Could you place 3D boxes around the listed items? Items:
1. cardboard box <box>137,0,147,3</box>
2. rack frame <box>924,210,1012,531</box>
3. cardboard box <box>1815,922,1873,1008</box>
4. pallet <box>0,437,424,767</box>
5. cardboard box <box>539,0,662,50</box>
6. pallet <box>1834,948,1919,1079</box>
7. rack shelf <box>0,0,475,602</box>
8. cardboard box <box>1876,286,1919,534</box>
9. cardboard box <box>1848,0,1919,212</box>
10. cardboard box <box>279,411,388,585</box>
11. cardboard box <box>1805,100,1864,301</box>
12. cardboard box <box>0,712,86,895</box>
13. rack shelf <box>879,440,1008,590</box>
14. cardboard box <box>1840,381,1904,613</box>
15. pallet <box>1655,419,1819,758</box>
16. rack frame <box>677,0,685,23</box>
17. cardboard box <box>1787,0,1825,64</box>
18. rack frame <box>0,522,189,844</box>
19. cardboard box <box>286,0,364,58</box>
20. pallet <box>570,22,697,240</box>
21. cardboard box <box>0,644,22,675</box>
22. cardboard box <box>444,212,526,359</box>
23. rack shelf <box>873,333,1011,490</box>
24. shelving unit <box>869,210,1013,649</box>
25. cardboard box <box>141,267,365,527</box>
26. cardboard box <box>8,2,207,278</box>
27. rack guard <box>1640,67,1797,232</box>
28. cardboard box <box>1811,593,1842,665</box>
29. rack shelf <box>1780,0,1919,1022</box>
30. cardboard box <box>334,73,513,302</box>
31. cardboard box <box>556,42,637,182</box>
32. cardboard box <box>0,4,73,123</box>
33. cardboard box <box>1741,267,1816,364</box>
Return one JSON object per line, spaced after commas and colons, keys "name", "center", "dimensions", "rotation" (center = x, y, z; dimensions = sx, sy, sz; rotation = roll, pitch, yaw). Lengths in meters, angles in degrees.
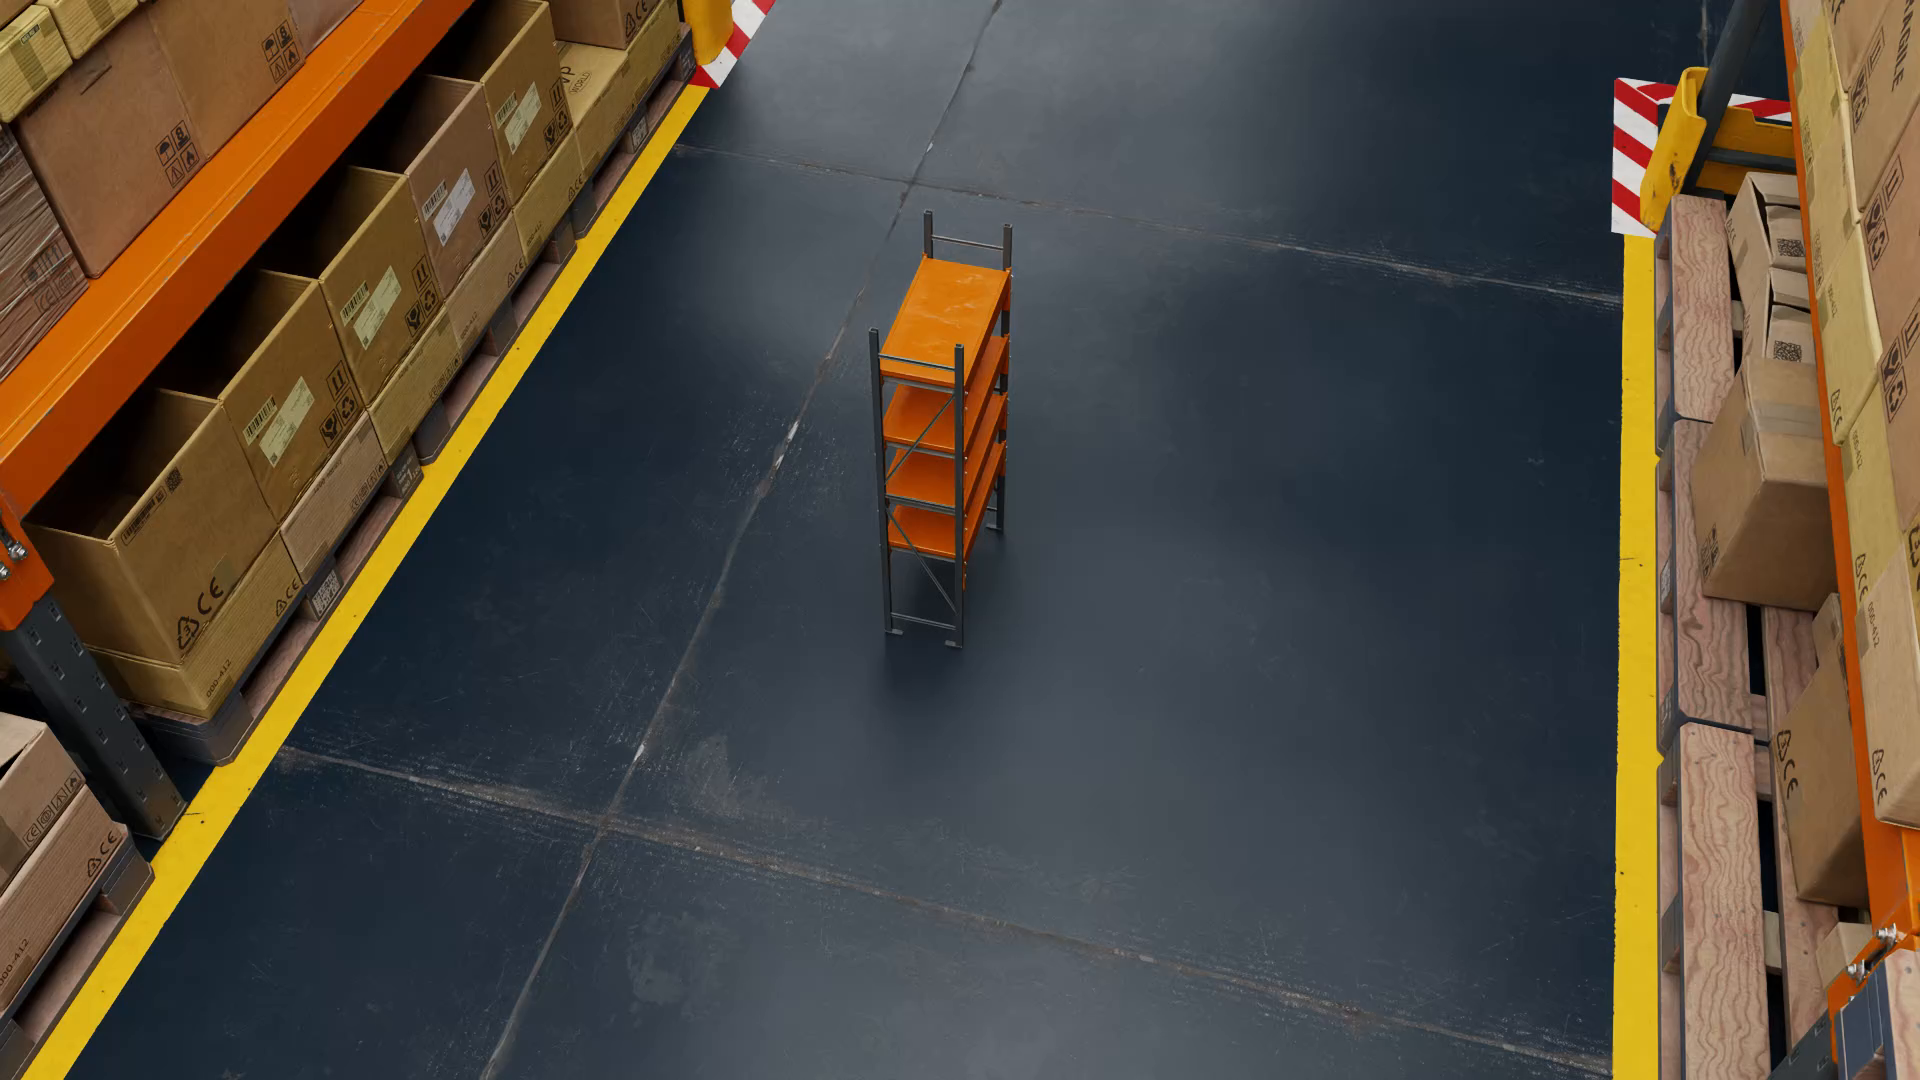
{"name": "cardboard box", "center": [-2.106, -1.454, 4.034], "dimensions": [0.380, 0.149, 0.250], "rotation": [10, 49, 9]}
{"name": "rack frame", "center": [0.021, -0.454, 4.850], "dimensions": [0.240, 1.200, 0.015], "rotation": [12, 50, 10]}
{"name": "cardboard box", "center": [2.261, 1.062, 3.908], "dimensions": [0.380, 0.166, 0.250], "rotation": [6, 49, 5]}
{"name": "pallet", "center": [-2.382, 0.044, 5.070], "dimensions": [1.003, 0.211, 1.213], "rotation": [12, 50, 10]}
{"name": "cardboard box", "center": [-1.433, -2.235, 6.276], "dimensions": [0.500, 0.500, 0.500], "rotation": [12, 50, 10]}
{"name": "pallet", "center": [1.807, 1.251, 2.273], "dimensions": [1.003, 0.211, 1.213], "rotation": [12, 50, 10]}
{"name": "rack shelf", "center": [-2.105, -1.520, 5.071], "dimensions": [1.077, 0.370, 4.000], "rotation": [12, 50, 10]}
{"name": "cardboard box", "center": [2.101, -0.307, 3.107], "dimensions": [0.500, 0.500, 0.500], "rotation": [11, 50, 10]}
{"name": "cardboard box", "center": [2.380, -1.045, 3.758], "dimensions": [0.500, 0.500, 0.500], "rotation": [13, 50, 11]}
{"name": "cardboard box", "center": [-2.080, -0.177, 4.959], "dimensions": [0.500, 0.250, 0.500], "rotation": [12, 50, 10]}
{"name": "cardboard box", "center": [2.369, -0.786, 4.029], "dimensions": [0.500, 0.250, 0.500], "rotation": [12, 50, 10]}
{"name": "cardboard box", "center": [-2.461, 0.623, 3.879], "dimensions": [0.500, 0.311, 0.500], "rotation": [12, 50, 10]}
{"name": "rack shelf", "center": [-0.044, -0.101, 4.894], "dimensions": [0.258, 0.148, 0.480], "rotation": [12, 50, 10]}
{"name": "cardboard box", "center": [2.120, -0.055, 3.384], "dimensions": [0.500, 0.250, 0.500], "rotation": [12, 50, 10]}
{"name": "pallet", "center": [2.611, 0.208, 4.926], "dimensions": [1.003, 0.211, 1.213], "rotation": [12, 50, 10]}
{"name": "rack frame", "center": [-1.578, -3.205, 6.078], "dimensions": [1.000, 3.000, 0.127], "rotation": [12, 50, 10]}
{"name": "cardboard box", "center": [2.644, -1.518, 4.676], "dimensions": [0.500, 0.250, 0.500], "rotation": [10, 49, 9]}
{"name": "rack frame", "center": [-2.631, -0.311, 3.524], "dimensions": [1.000, 3.000, 0.127], "rotation": [12, 50, 10]}
{"name": "cardboard box", "center": [-2.118, -1.782, 4.756], "dimensions": [0.700, 0.500, 0.500], "rotation": [13, 50, 11]}
{"name": "pallet", "center": [-1.739, -1.721, 6.628], "dimensions": [1.003, 0.211, 1.213], "rotation": [12, 50, 10]}
{"name": "cardboard box", "center": [-2.720, 0.081, 4.732], "dimensions": [0.500, 0.250, 0.500], "rotation": [12, 50, 10]}
{"name": "cardboard box", "center": [-1.818, -0.900, 5.598], "dimensions": [0.500, 0.250, 0.500], "rotation": [12, 50, 10]}
{"name": "rack shelf", "center": [-0.044, -0.381, 4.577], "dimensions": [0.258, 0.148, 0.480], "rotation": [12, 50, 10]}
{"name": "shelving unit", "center": [-0.044, -0.277, 4.694], "dimensions": [0.258, 1.200, 0.503], "rotation": [12, 50, 10]}
{"name": "cardboard box", "center": [-2.083, -0.426, 4.679], "dimensions": [0.500, 0.500, 0.500], "rotation": [12, 50, 10]}
{"name": "cardboard box", "center": [-2.388, -1.050, 4.109], "dimensions": [0.700, 0.500, 0.500], "rotation": [11, 50, 10]}
{"name": "rack guard", "center": [3.182, -1.348, 6.106], "dimensions": [1.175, 0.500, 0.348], "rotation": [12, 50, 10]}
{"name": "cardboard box", "center": [2.589, 0.308, 4.585], "dimensions": [0.380, 0.149, 0.250], "rotation": [8, 49, 7]}
{"name": "rack shelf", "center": [2.675, -0.545, 4.210], "dimensions": [1.077, 0.370, 4.000], "rotation": [12, 50, 10]}
{"name": "cardboard box", "center": [-1.814, -1.148, 5.316], "dimensions": [0.500, 0.500, 0.500], "rotation": [12, 50, 10]}
{"name": "cardboard box", "center": [-1.555, -1.624, 6.236], "dimensions": [0.500, 0.250, 0.500], "rotation": [12, 50, 10]}
{"name": "cardboard box", "center": [-2.241, -1.084, 3.707], "dimensions": [0.380, 0.149, 0.250], "rotation": [10, 49, 9]}
{"name": "cardboard box", "center": [2.783, -0.591, 5.271], "dimensions": [0.500, 0.311, 0.500], "rotation": [15, 50, 13]}
